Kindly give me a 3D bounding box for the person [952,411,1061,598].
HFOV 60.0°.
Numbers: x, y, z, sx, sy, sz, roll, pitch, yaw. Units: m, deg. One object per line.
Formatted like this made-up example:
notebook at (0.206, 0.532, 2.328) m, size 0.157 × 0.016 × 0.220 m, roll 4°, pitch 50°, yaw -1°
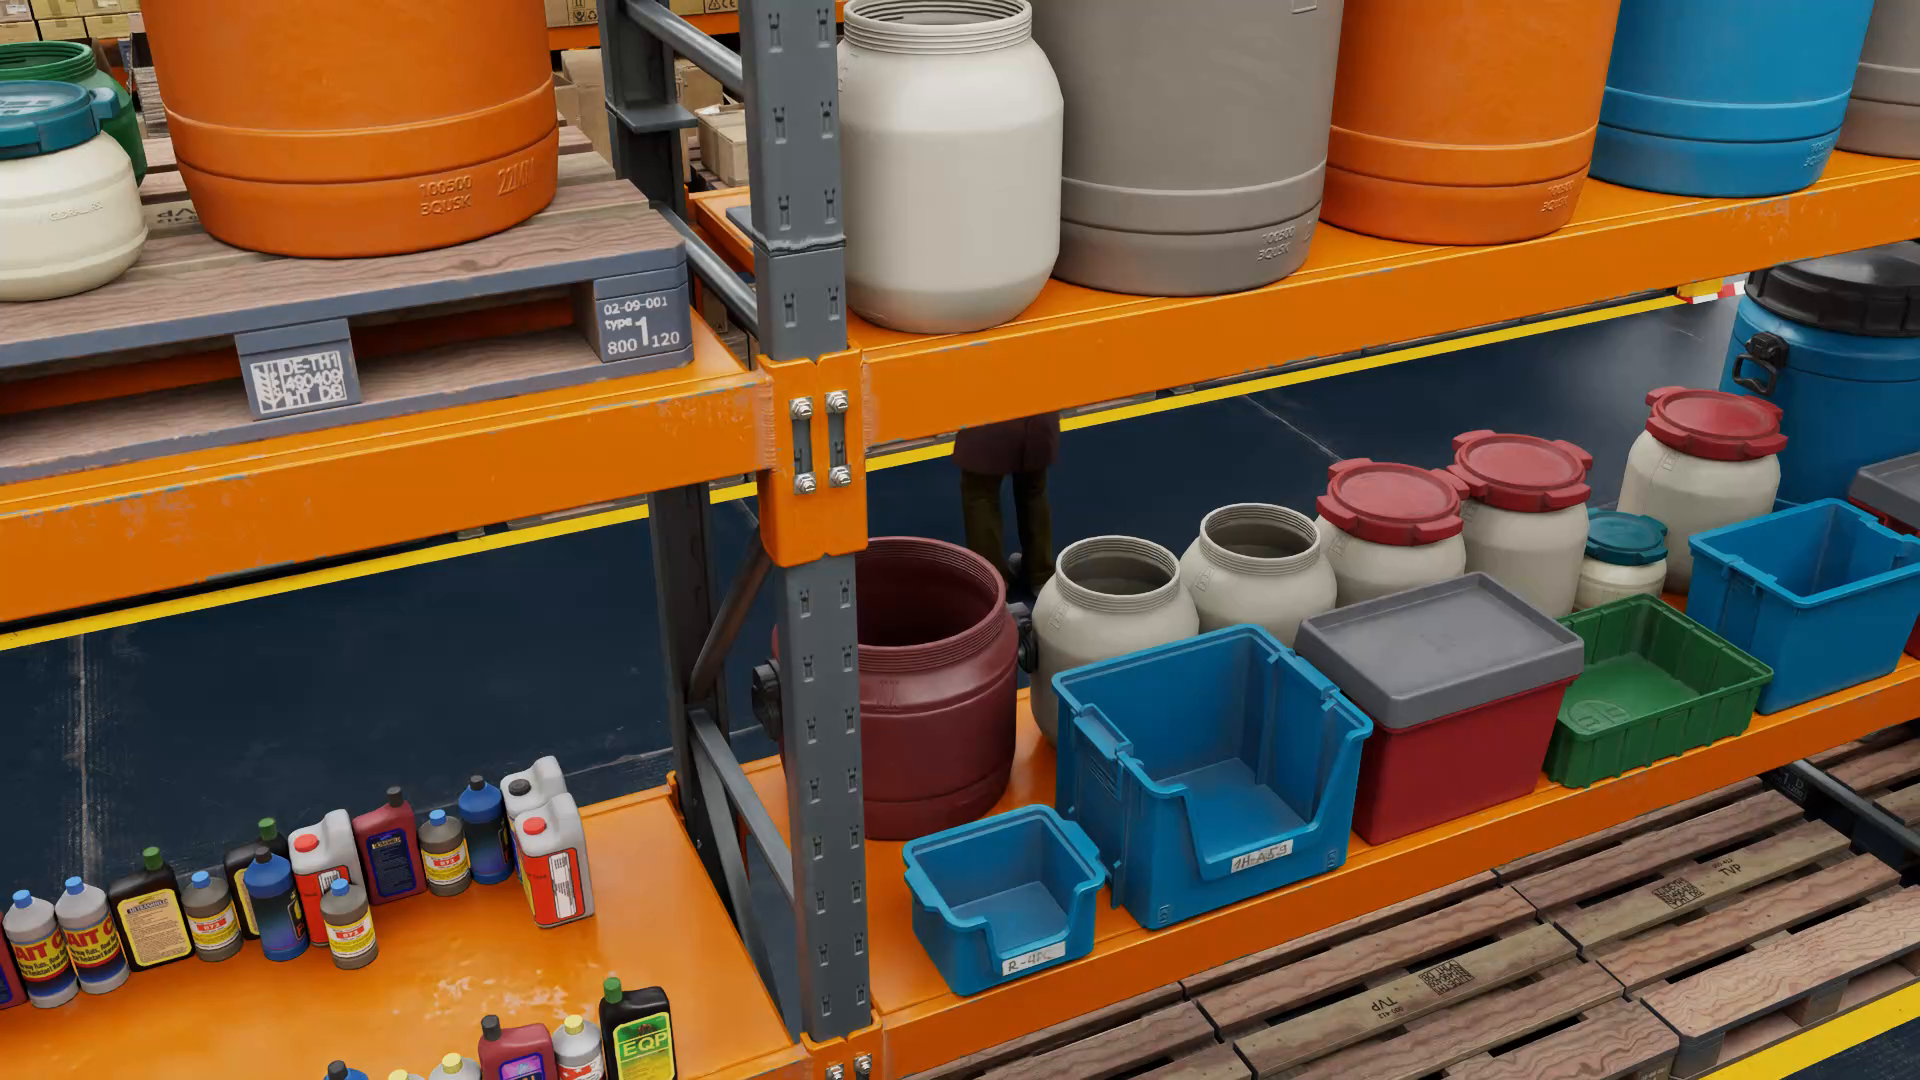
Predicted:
person at (0.164, -0.587, 7.205) m, size 0.529 × 1.772 × 0.560 m, roll -12°, pitch 31°, yaw -21°
